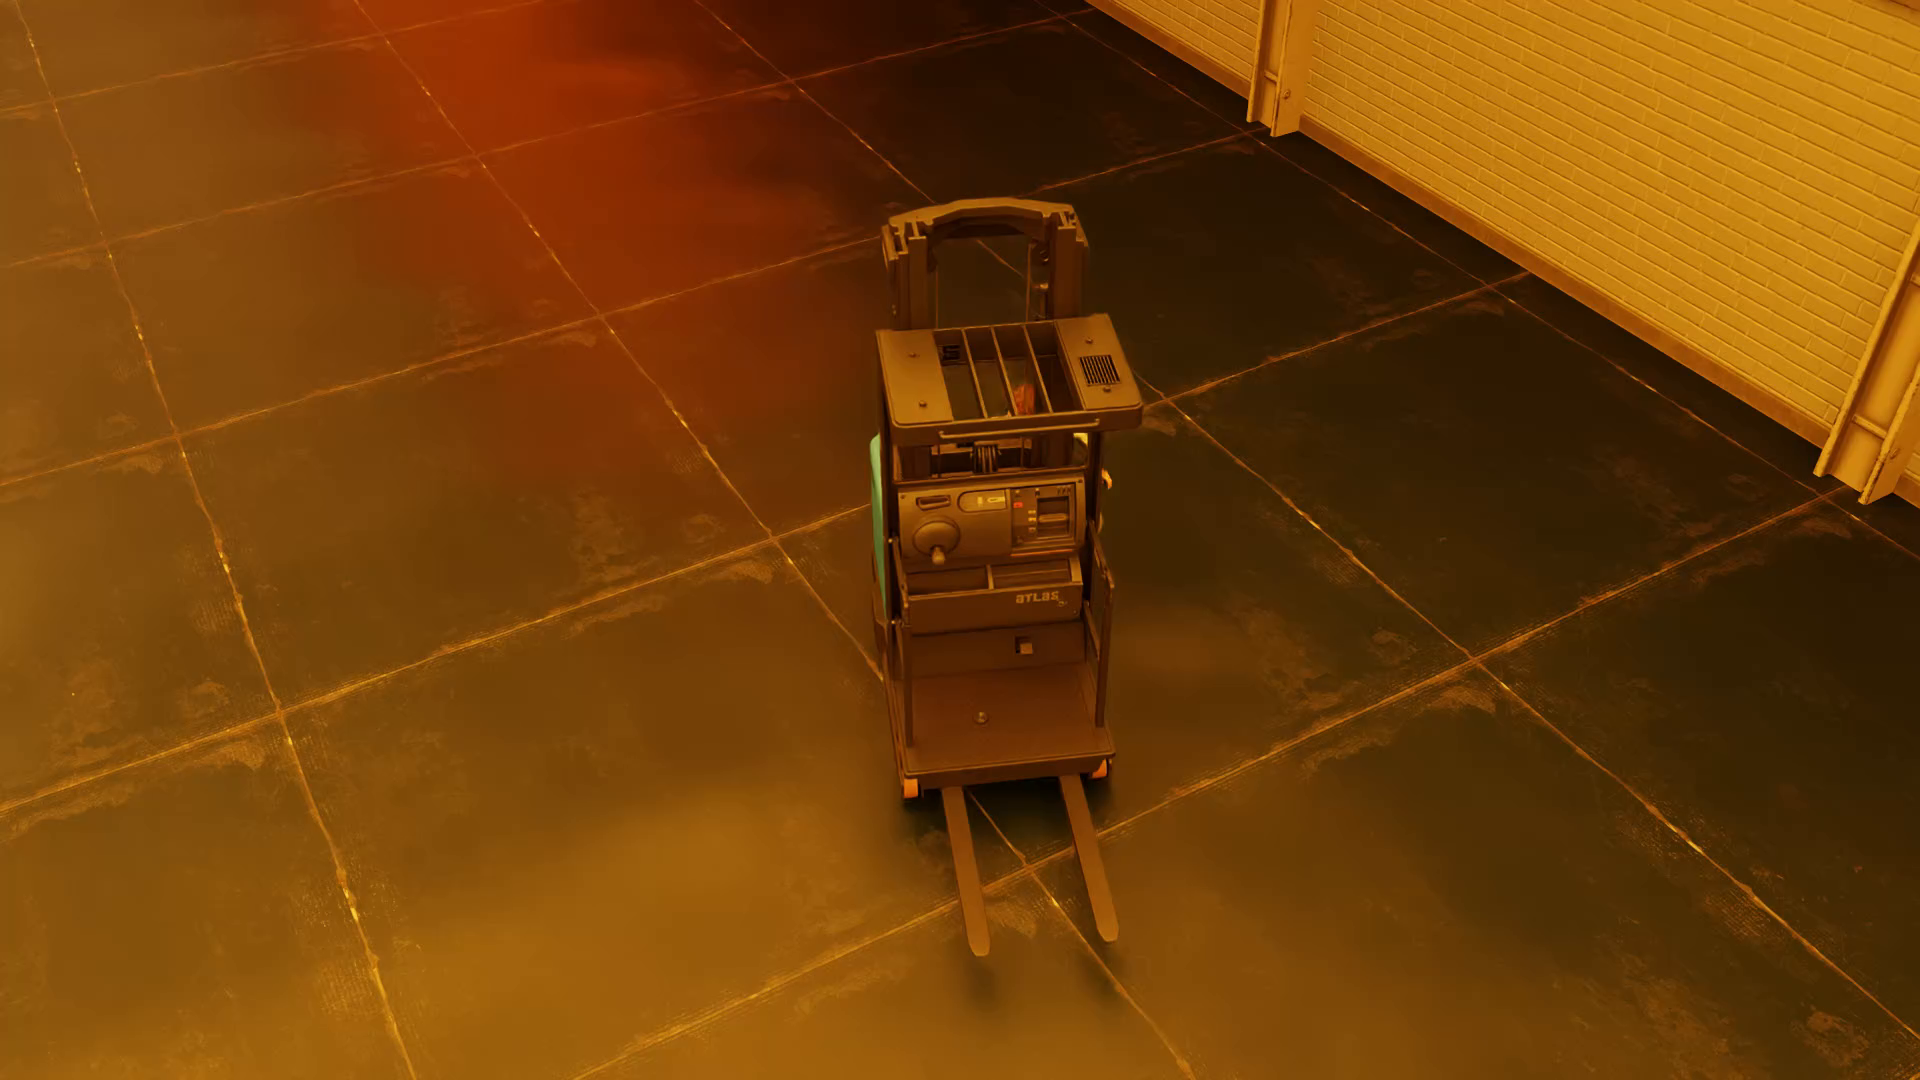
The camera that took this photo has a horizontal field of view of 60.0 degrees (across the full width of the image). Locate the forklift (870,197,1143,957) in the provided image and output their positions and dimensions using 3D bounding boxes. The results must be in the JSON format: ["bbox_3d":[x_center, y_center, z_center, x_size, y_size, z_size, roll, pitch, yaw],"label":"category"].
[{"bbox_3d":[0.193,-0.021,8.062,1.130,2.935,3.031,-5,40,-6],"label":"forklift"}]

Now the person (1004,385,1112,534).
[{"bbox_3d":[0.433,-0.261,9.538,0.805,1.318,0.706,-6,40,-8],"label":"person"}]
